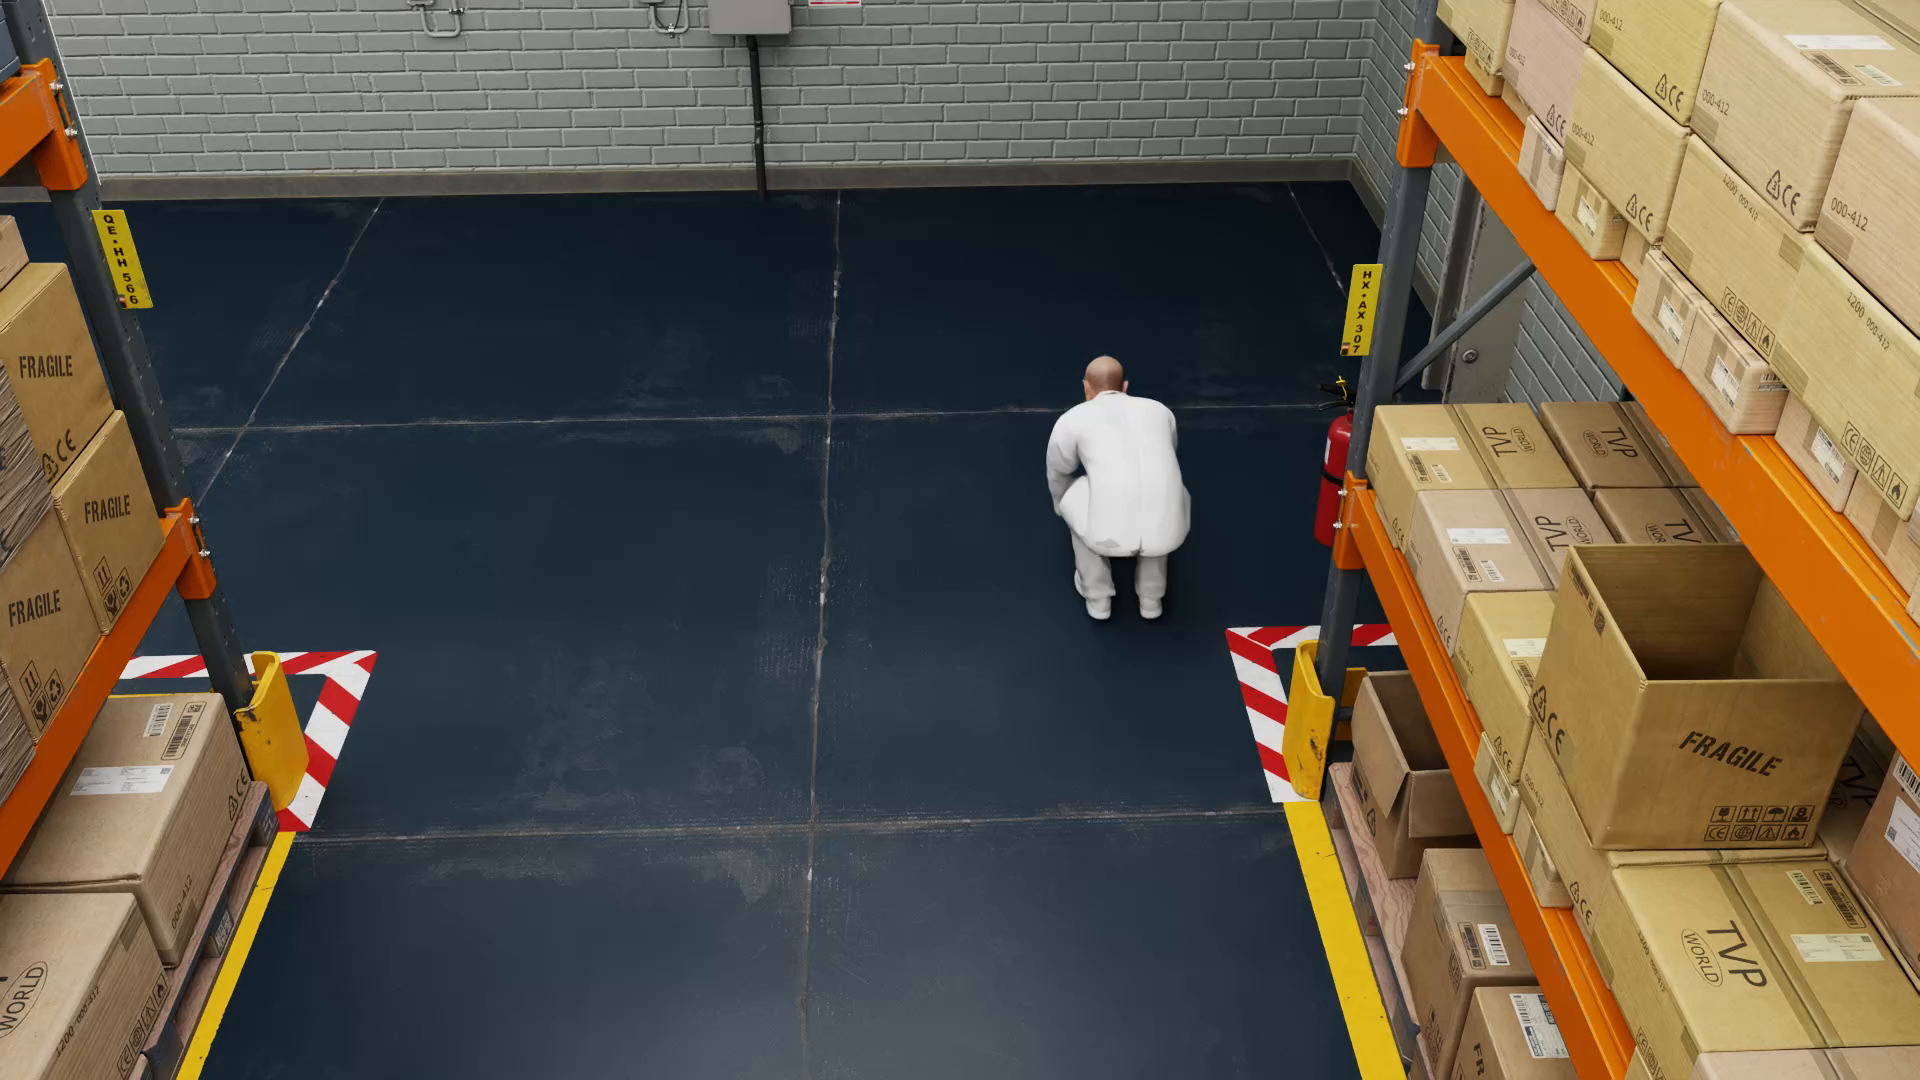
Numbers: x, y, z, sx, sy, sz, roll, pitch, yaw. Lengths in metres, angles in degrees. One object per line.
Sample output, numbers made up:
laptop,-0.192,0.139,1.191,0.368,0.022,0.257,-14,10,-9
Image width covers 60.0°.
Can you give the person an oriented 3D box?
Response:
person,0.683,-0.195,7.136,0.608,0.984,0.893,-2,35,-2
